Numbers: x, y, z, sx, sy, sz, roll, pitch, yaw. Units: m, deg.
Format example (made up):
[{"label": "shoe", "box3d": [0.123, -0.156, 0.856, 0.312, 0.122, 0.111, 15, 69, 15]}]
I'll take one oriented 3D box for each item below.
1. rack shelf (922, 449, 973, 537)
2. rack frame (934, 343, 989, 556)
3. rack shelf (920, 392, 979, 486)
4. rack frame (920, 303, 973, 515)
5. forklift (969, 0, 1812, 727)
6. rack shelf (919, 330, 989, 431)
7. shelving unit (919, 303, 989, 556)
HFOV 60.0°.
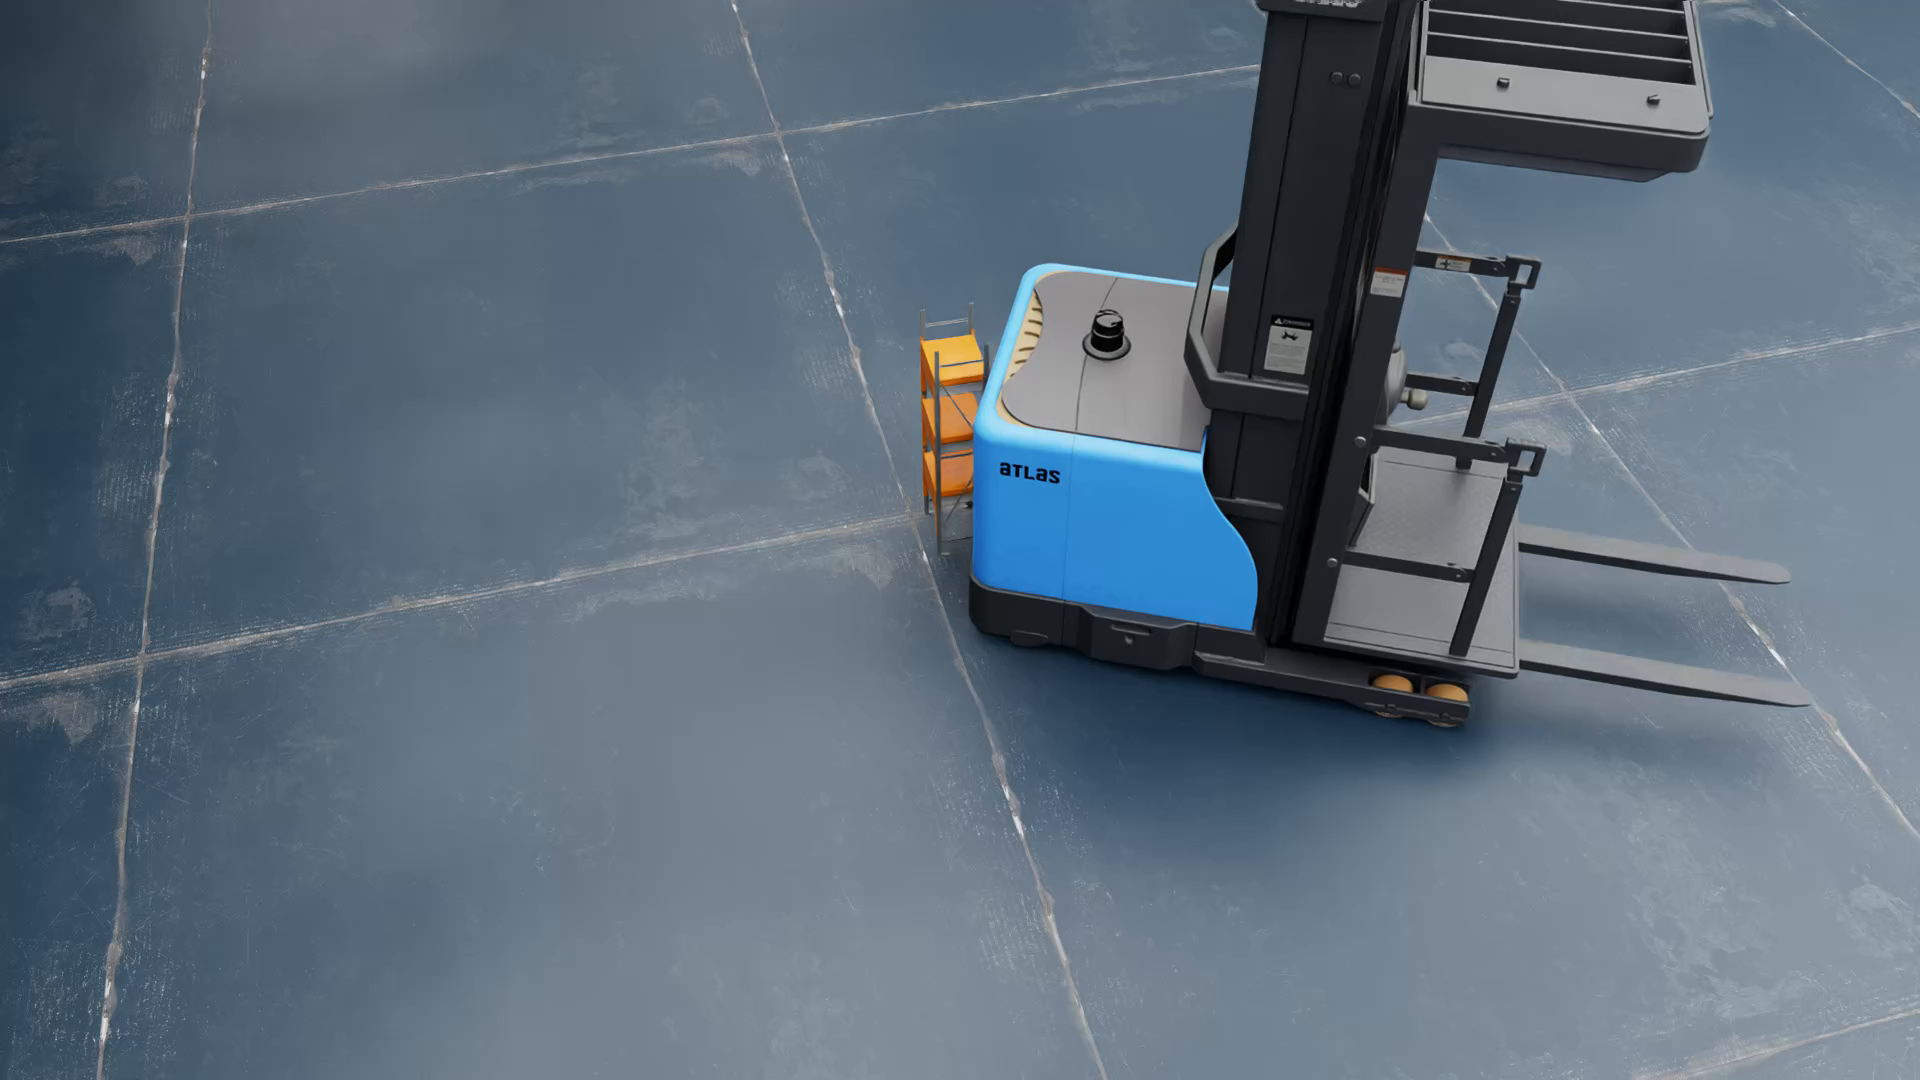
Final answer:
[{"label": "rack shelf", "box3d": [-0.021, -0.204, 6.619, 0.215, 0.259, 0.240, -9, 46, -9]}, {"label": "rack frame", "box3d": [0.006, -0.321, 6.329, 0.200, 1.050, 0.008, -9, 46, -9]}, {"label": "rack shelf", "box3d": [-0.021, -0.398, 6.420, 0.215, 0.259, 0.240, -9, 46, -9]}, {"label": "rack frame", "box3d": [-0.049, -0.491, 6.496, 0.200, 1.050, 0.008, -9, 46, -9]}, {"label": "forklift", "box3d": [1.605, -0.763, 5.445, 3.031, 2.935, 1.130, 9, 46, 9]}, {"label": "rack shelf", "box3d": [-0.021, -0.597, 6.218, 0.215, 0.259, 0.240, -9, 46, -9]}, {"label": "shelving unit", "box3d": [-0.021, -0.406, 6.413, 0.215, 1.050, 0.252, -9, 46, -9]}]
